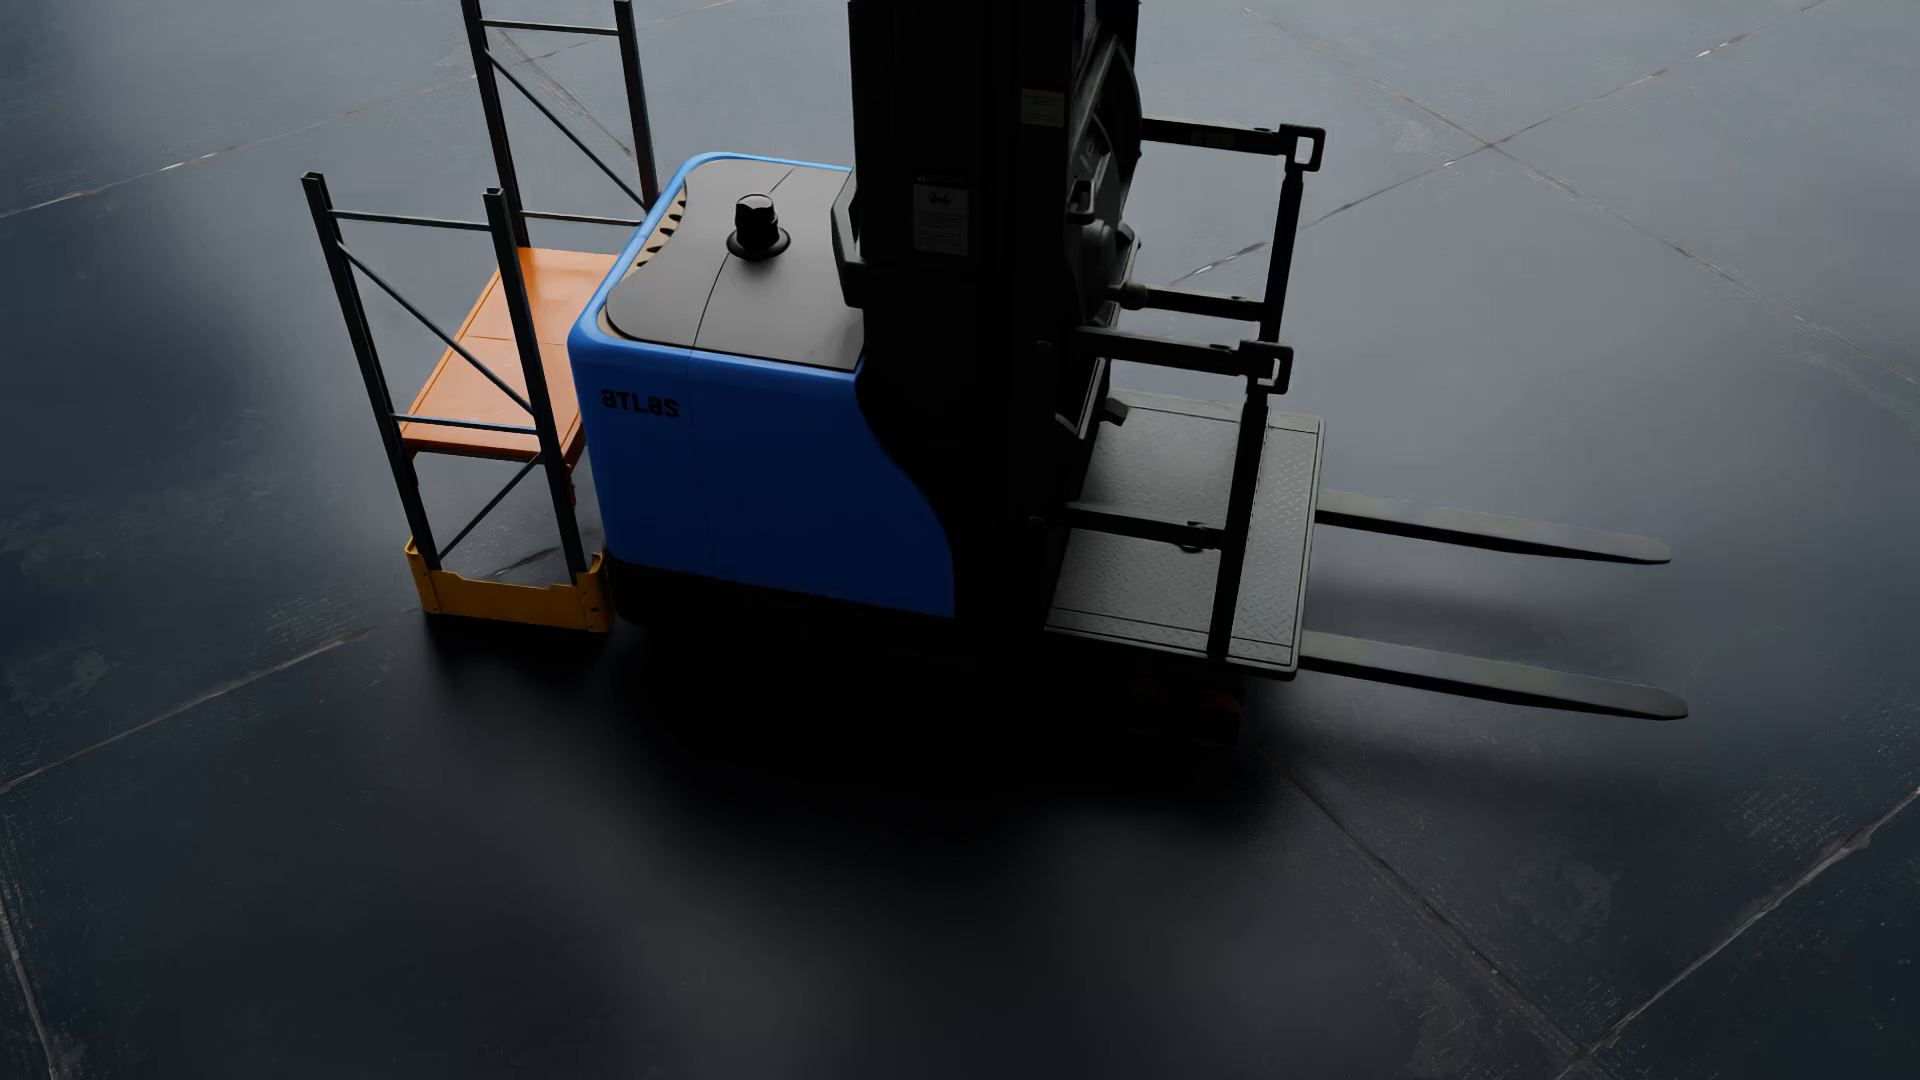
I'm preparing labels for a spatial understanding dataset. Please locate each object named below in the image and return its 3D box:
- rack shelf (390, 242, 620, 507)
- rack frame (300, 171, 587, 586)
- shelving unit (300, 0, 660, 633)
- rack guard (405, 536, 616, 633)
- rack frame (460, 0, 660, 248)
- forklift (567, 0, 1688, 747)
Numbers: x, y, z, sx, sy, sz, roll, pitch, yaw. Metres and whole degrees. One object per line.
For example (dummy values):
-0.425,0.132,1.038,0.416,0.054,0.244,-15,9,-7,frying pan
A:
-1.254,-0.526,4.976,0.538,0.185,1.000,6,44,6,rack shelf
-1.333,-0.310,4.488,0.500,1.500,0.032,6,44,6,rack frame
-1.253,-0.663,4.858,0.587,1.500,1.083,6,44,6,shelving unit
-1.330,0.129,4.934,0.587,0.250,0.087,6,44,6,rack guard
-1.176,-1.003,5.215,0.500,1.500,0.032,6,44,6,rack frame
0.542,-0.889,4.059,3.031,2.935,1.130,9,44,9,forklift
